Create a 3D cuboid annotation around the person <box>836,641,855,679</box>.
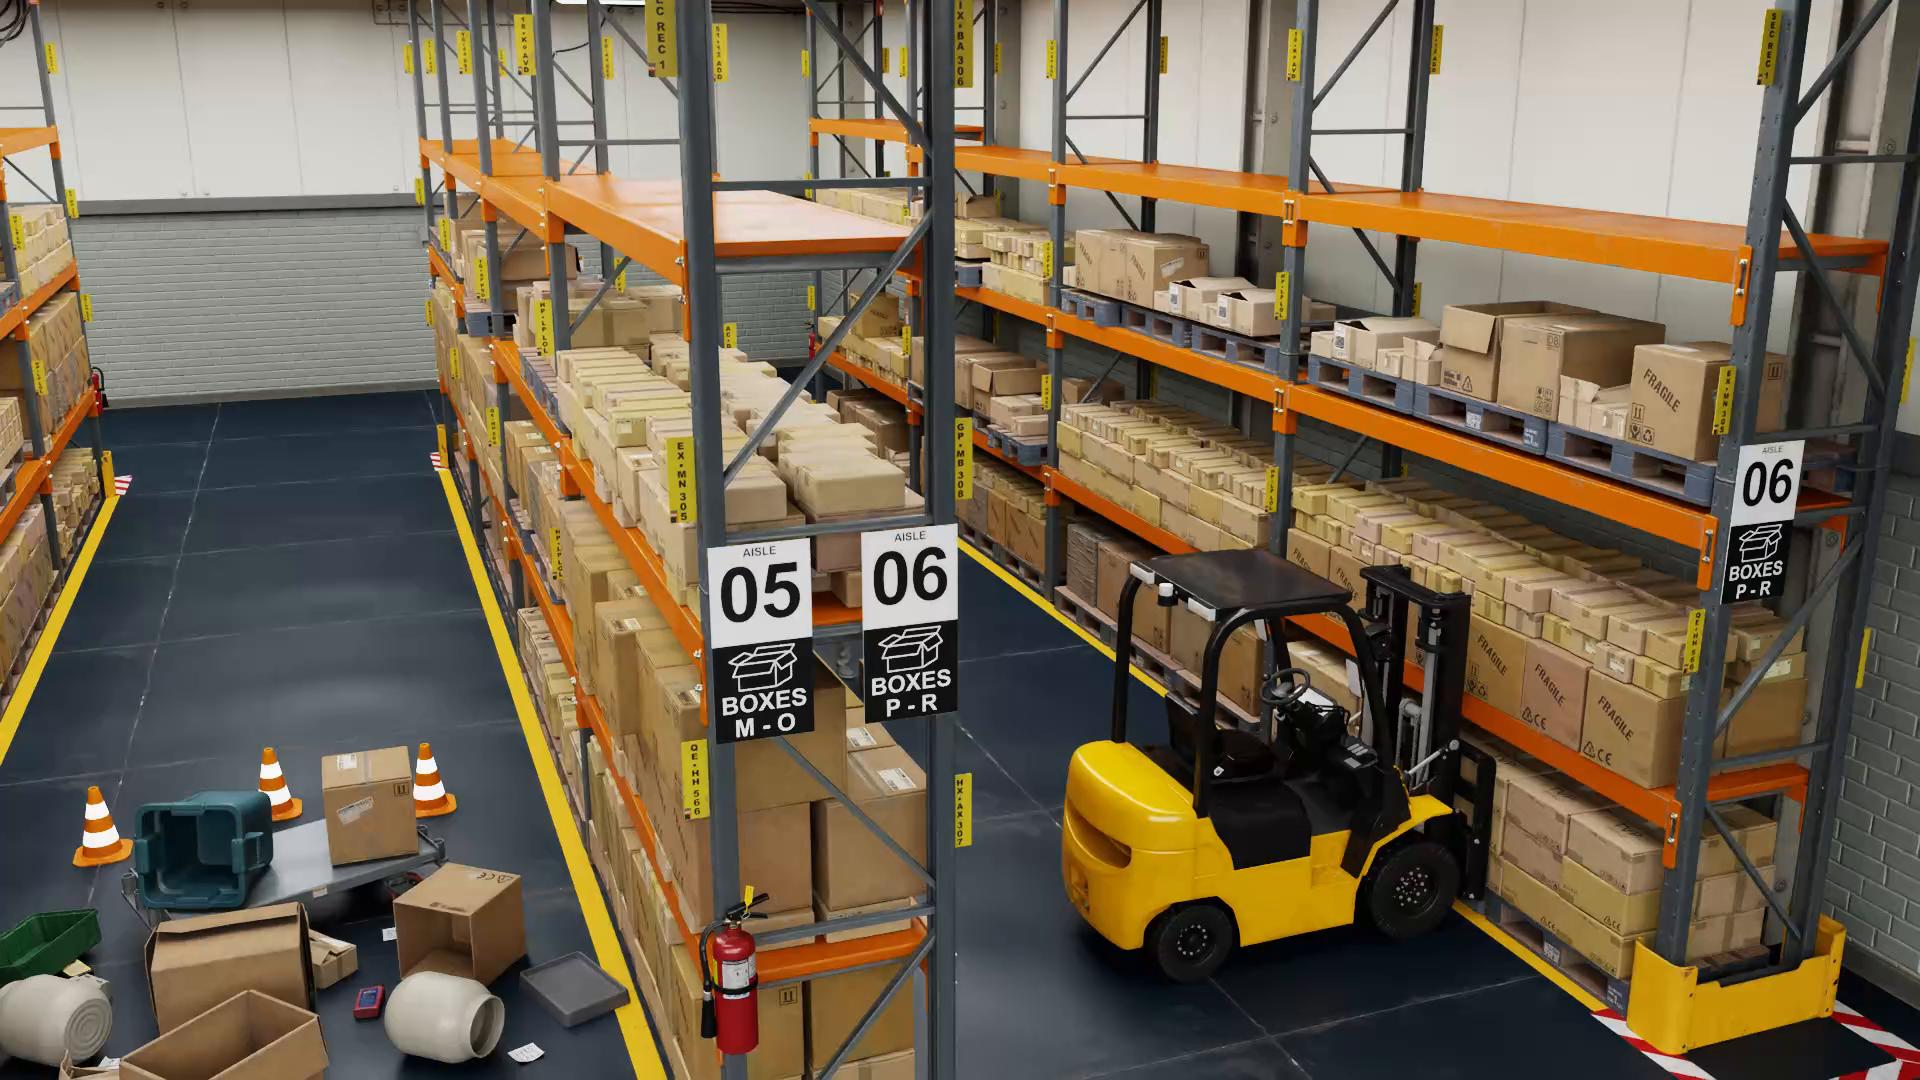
[{"bbox_3d":[-0.821,0.326,13.883,0.469,1.660,0.390,-6,17,-19],"label":"person"}]
